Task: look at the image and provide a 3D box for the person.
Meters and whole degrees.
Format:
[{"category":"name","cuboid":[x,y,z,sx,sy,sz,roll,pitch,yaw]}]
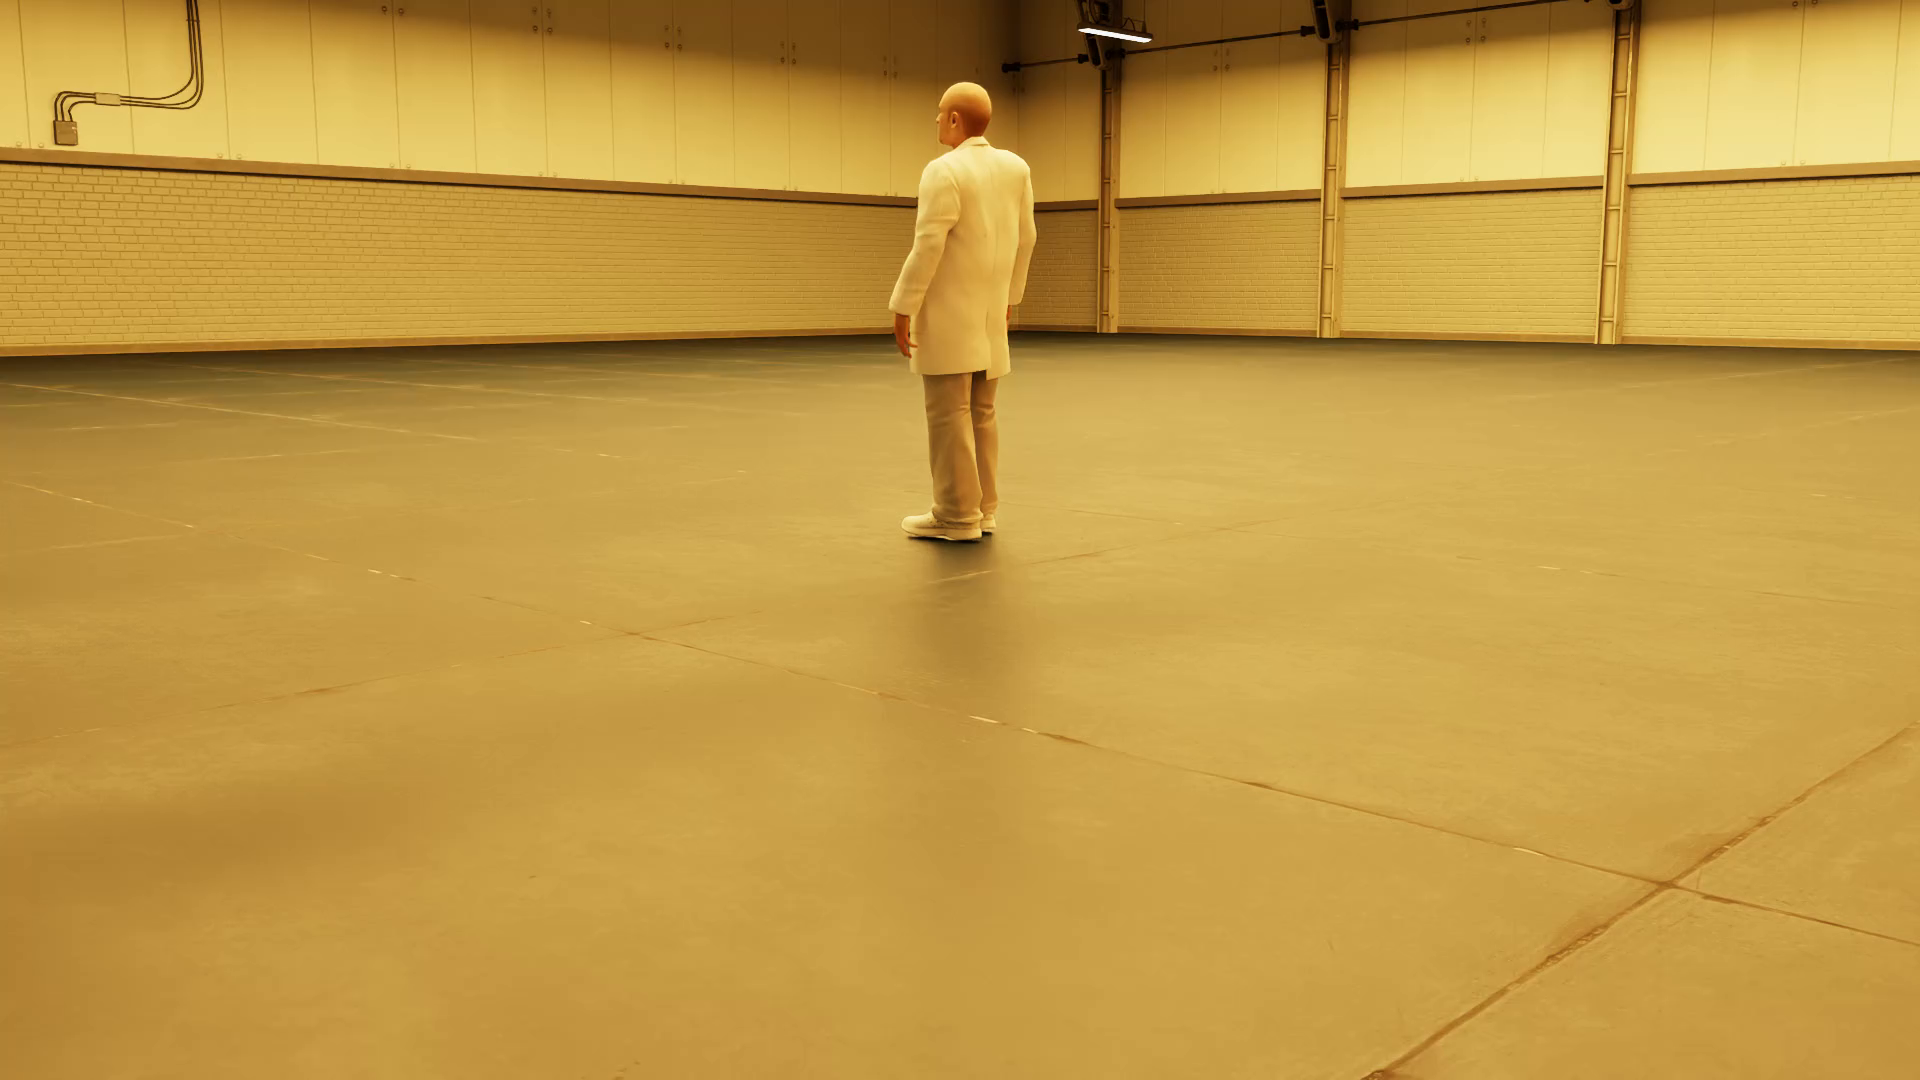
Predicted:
[{"category":"person","cuboid":[-0.063,-0.897,6.649,0.578,1.778,0.698,8,12,43]}]
